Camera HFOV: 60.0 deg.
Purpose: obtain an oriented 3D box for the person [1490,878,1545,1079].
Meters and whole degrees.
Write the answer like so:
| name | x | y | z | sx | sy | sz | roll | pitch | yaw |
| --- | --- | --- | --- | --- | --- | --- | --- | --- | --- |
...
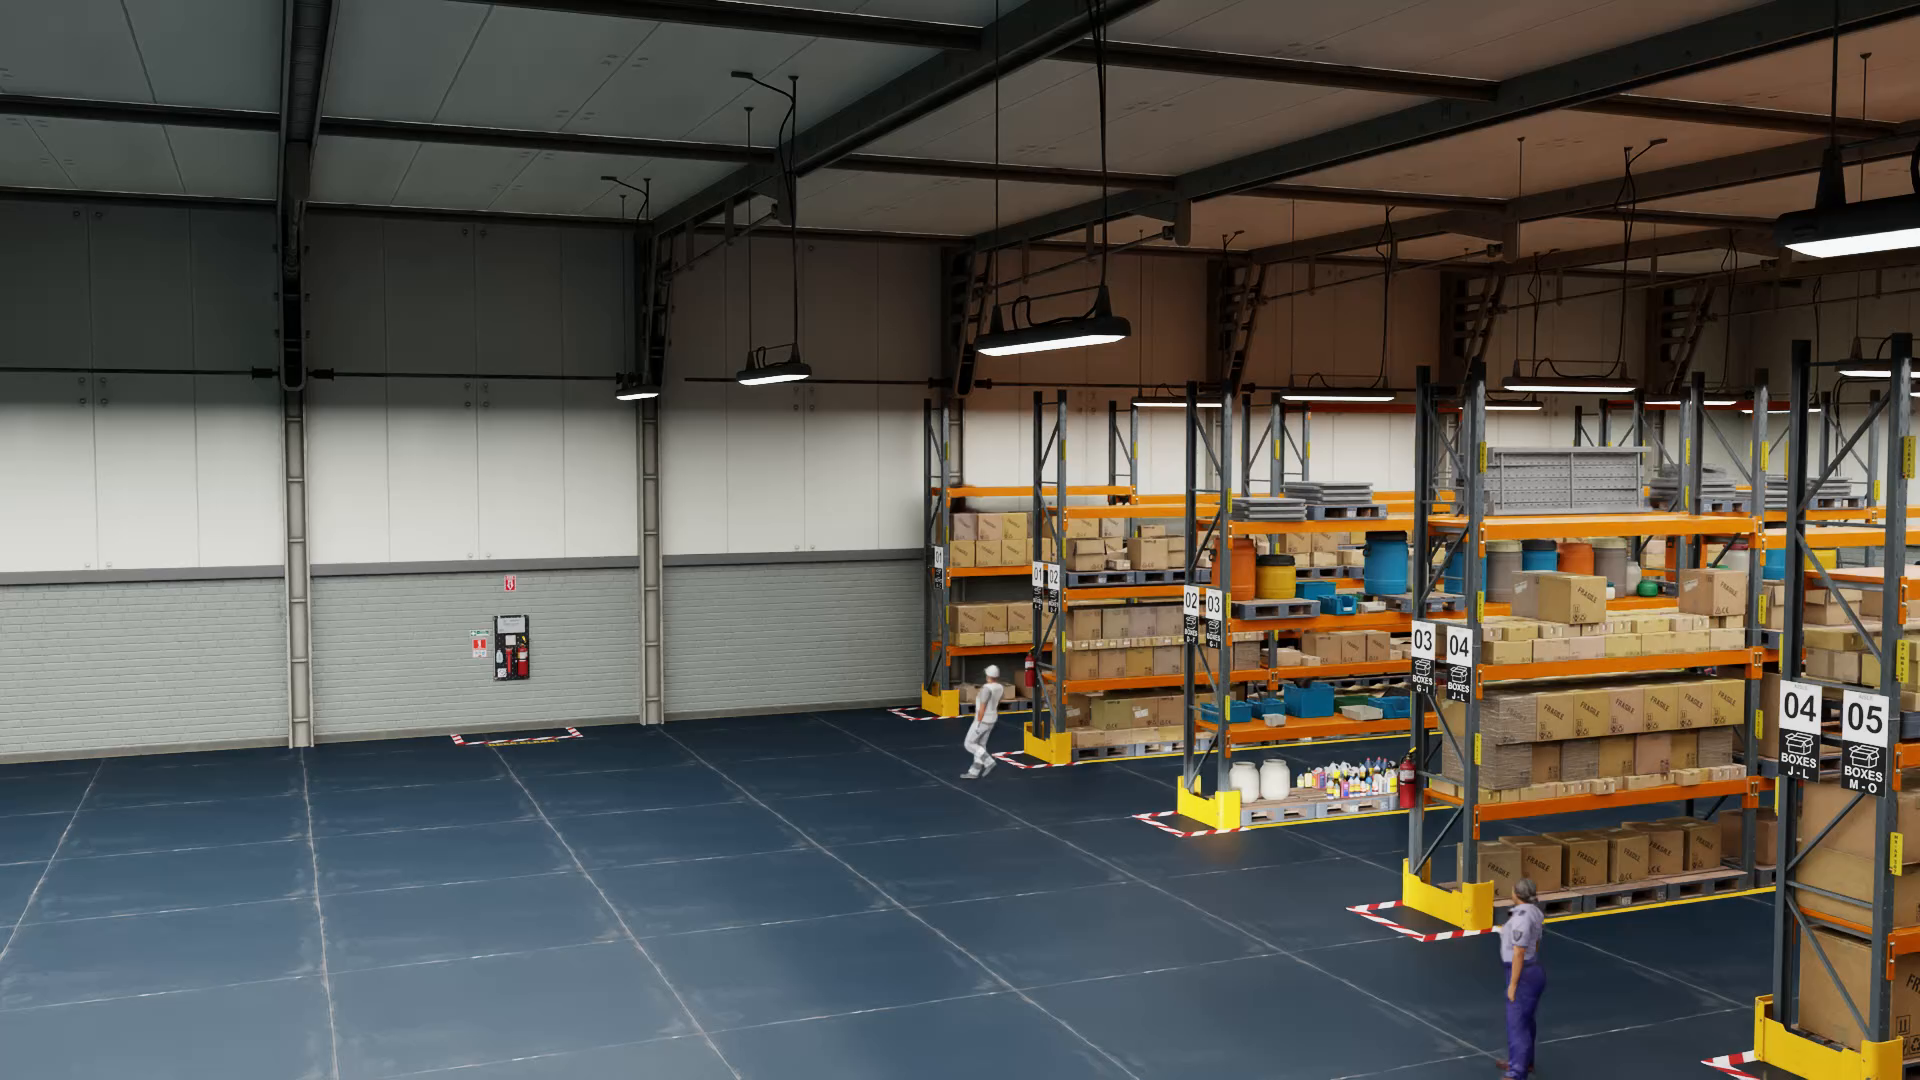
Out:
| name | x | y | z | sx | sy | sz | roll | pitch | yaw |
| --- | --- | --- | --- | --- | --- | --- | --- | --- | --- |
| person | 4.494 | 3.555 | 13.429 | 0.398 | 1.649 | 0.647 | 1 | 4 | 19 |

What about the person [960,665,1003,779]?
| name | x | y | z | sx | sy | sz | roll | pitch | yaw |
| --- | --- | --- | --- | --- | --- | --- | --- | --- | --- |
| person | 0.298 | 2.780 | 25.393 | 0.663 | 1.776 | 0.629 | 1 | 4 | 21 |

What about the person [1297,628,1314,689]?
| name | x | y | z | sx | sy | sz | roll | pitch | yaw |
| --- | --- | --- | --- | --- | --- | --- | --- | --- | --- |
| person | 6.814 | 2.418 | 32.466 | 0.741 | 1.686 | 0.656 | -3 | 5 | -43 |
